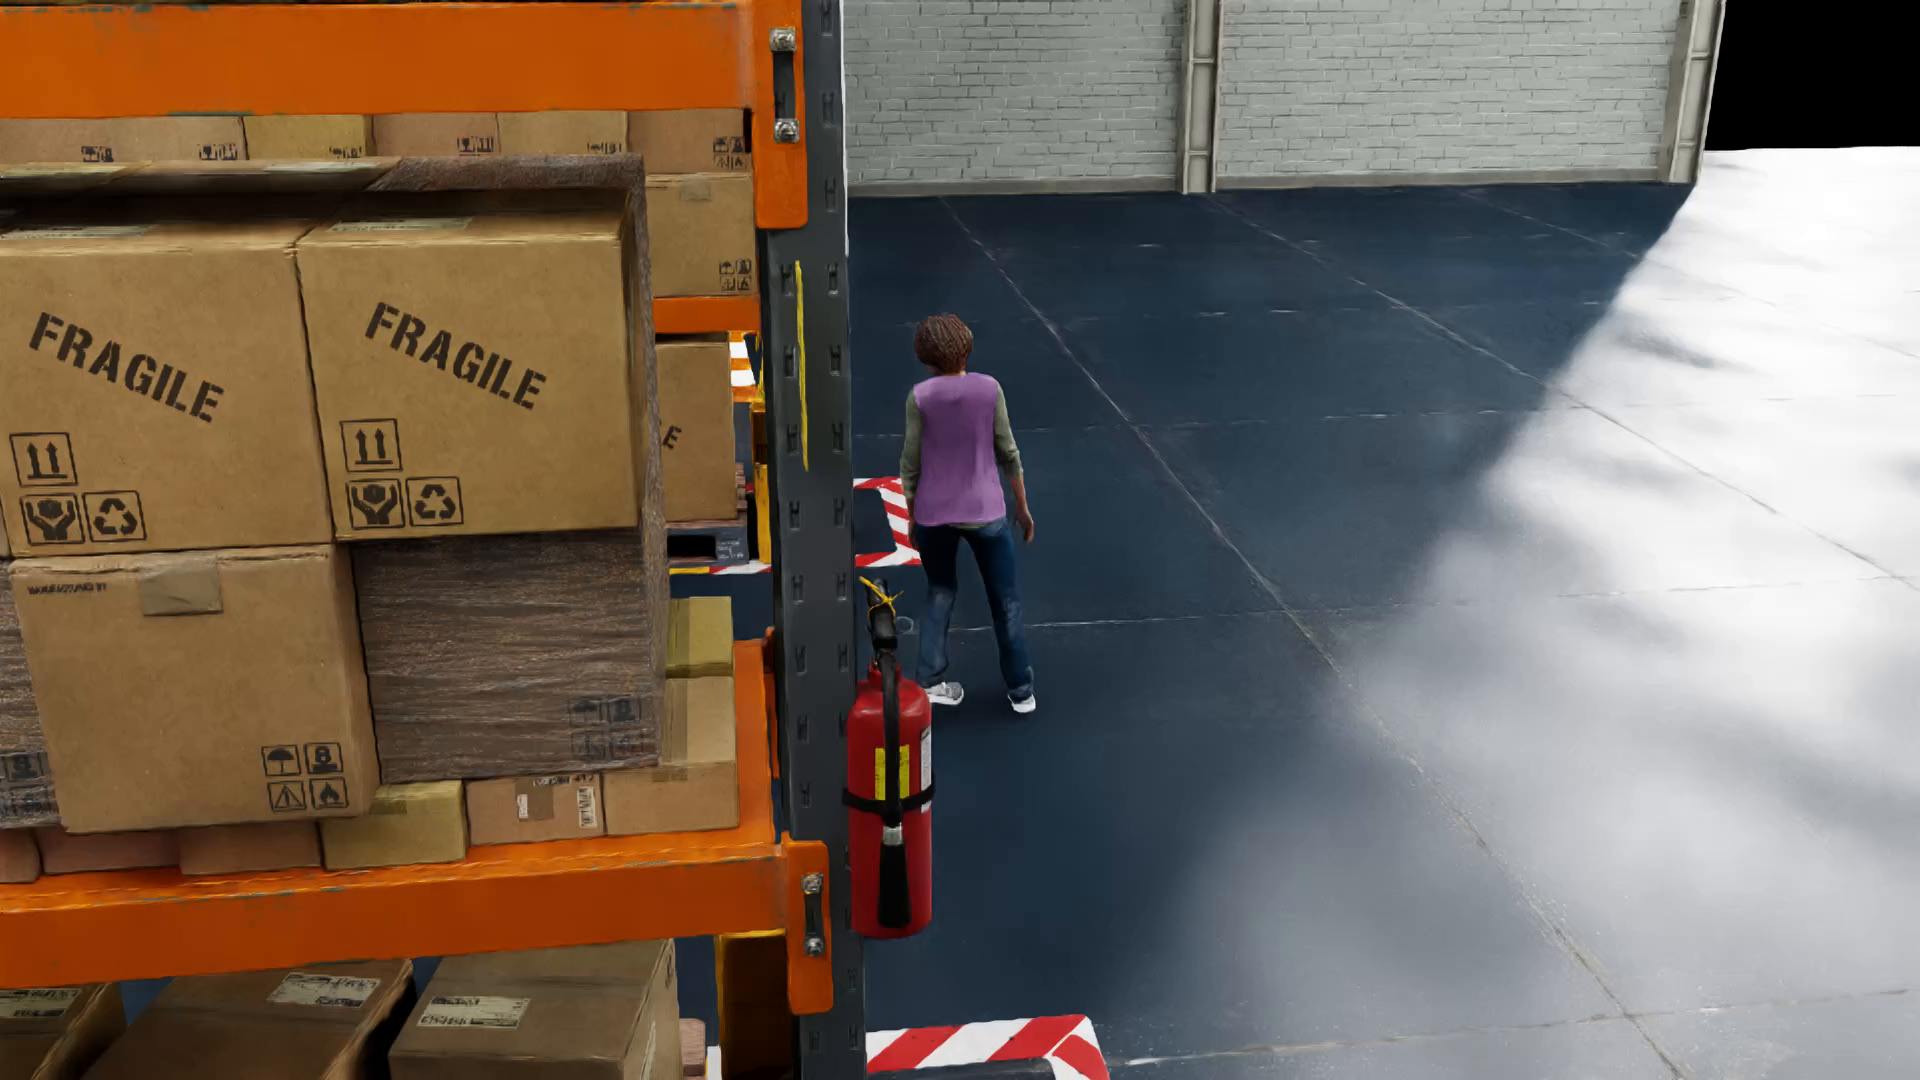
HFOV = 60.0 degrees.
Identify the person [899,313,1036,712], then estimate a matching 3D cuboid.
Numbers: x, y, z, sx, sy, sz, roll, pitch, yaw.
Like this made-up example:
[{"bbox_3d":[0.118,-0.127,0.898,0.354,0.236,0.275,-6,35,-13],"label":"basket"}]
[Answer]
[{"bbox_3d":[0.034,-0.075,6.306,0.526,1.582,0.372,0,20,0],"label":"person"}]
